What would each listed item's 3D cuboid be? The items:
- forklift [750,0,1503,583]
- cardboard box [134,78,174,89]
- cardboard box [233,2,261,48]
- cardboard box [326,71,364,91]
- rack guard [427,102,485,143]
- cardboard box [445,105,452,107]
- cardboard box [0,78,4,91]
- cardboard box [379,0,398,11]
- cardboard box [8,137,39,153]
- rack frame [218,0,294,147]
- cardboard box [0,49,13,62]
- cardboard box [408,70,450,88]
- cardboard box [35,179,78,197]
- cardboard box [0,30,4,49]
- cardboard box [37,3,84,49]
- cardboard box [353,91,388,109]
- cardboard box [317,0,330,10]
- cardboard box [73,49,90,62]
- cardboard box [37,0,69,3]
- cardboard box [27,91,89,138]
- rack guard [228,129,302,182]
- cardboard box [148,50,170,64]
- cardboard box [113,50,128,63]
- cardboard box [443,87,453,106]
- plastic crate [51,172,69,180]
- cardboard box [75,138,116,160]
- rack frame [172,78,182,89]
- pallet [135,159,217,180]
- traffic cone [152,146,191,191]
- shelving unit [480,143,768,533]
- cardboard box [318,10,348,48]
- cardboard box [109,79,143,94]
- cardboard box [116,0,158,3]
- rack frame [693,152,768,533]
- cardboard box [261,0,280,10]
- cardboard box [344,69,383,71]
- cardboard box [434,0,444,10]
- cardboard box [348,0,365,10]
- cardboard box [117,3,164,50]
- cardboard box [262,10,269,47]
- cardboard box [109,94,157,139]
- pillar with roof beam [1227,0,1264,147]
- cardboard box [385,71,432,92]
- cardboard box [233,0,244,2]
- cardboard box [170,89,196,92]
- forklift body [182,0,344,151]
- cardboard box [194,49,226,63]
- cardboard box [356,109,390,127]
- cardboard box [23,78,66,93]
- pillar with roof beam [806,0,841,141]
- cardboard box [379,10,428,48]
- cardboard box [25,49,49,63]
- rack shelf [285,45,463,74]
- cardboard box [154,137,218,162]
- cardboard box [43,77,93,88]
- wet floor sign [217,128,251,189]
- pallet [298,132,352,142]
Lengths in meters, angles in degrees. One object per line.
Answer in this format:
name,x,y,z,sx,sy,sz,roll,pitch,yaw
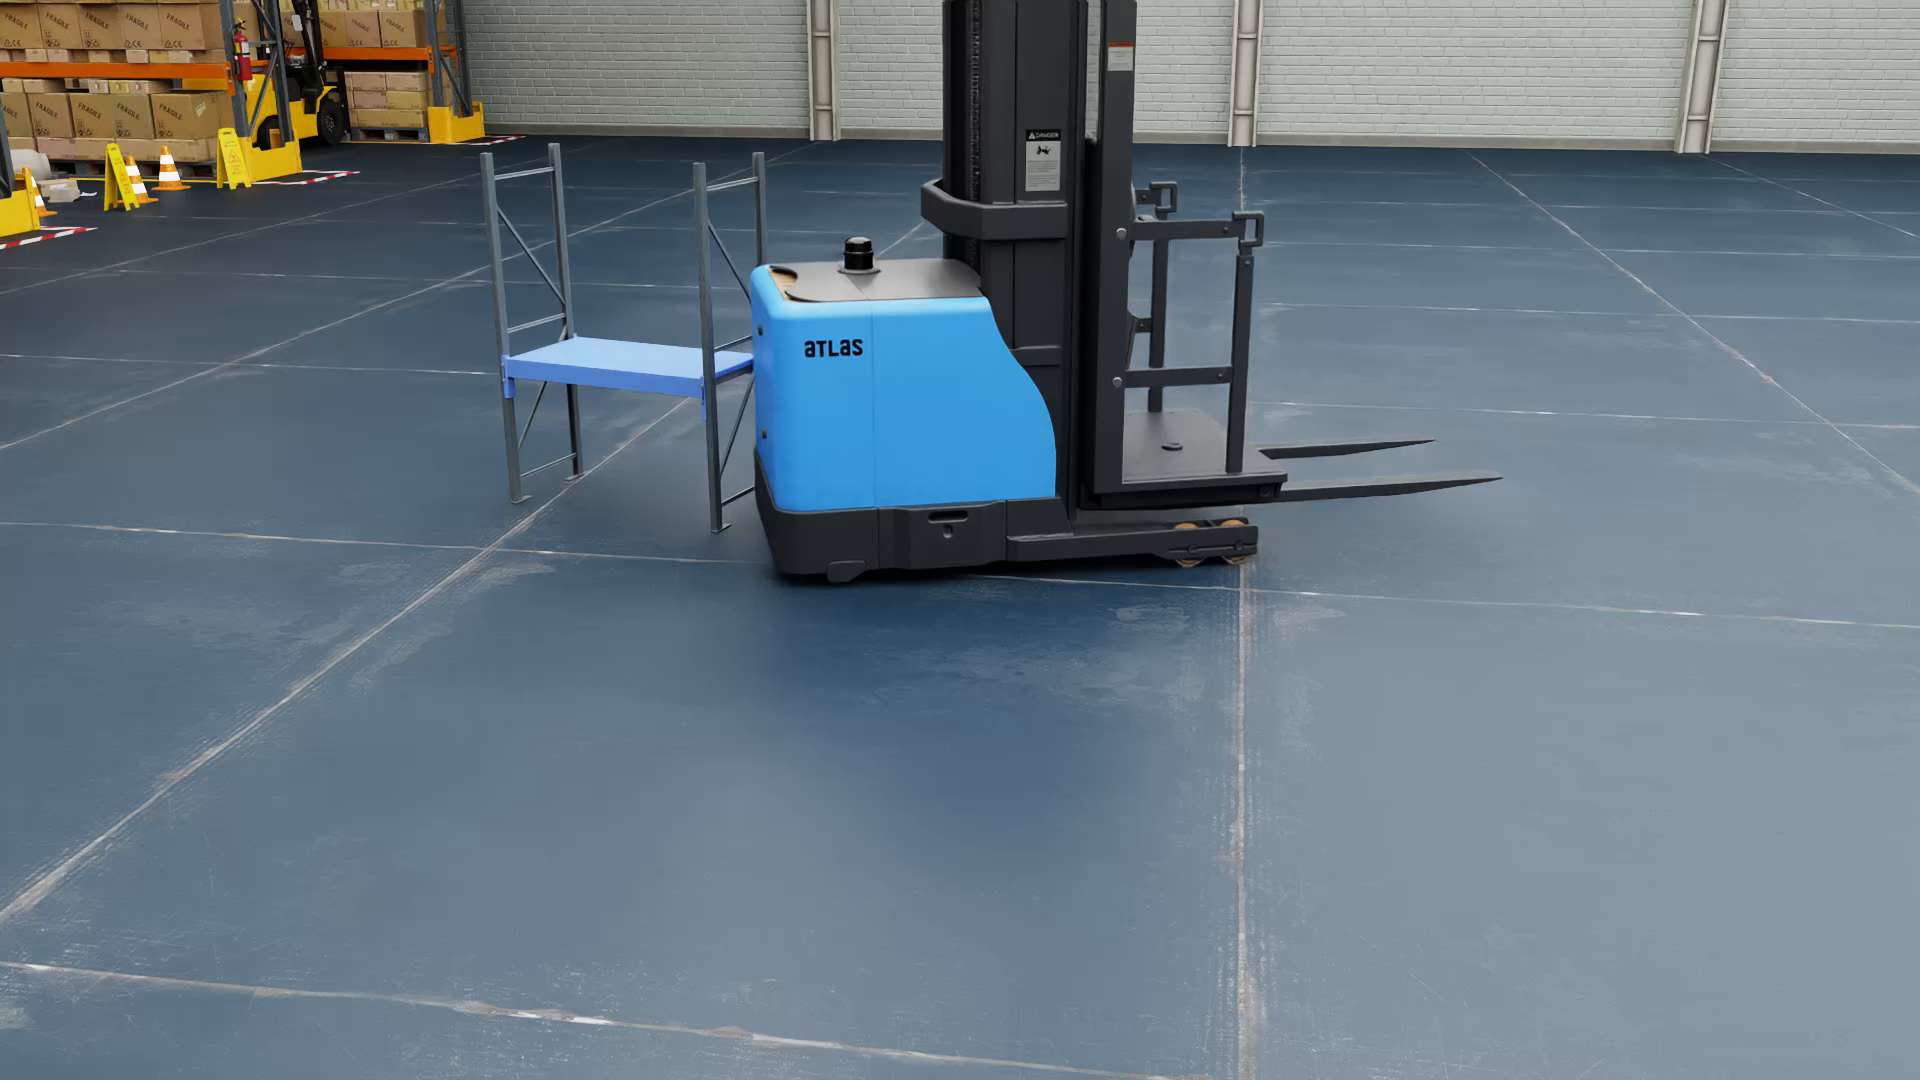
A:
forklift,0.703,-1.447,6.509,3.031,2.935,1.130,-4,19,-11
cardboard box,-11.807,-6.557,24.753,0.625,0.625,0.875,4,19,11
cardboard box,-8.548,-6.004,19.393,0.500,0.500,0.500,3,19,8
cardboard box,-8.850,-6.601,23.899,0.500,0.250,0.500,3,19,9
rack guard,-7.317,-6.073,24.166,0.348,0.500,1.175,3,19,9
cardboard box,-7.795,-6.241,24.400,0.500,0.250,0.500,3,19,9
cardboard box,-11.420,-5.325,19.458,0.250,0.149,0.380,3,19,9
cardboard box,-7.985,-7.548,23.455,0.250,0.149,0.380,3,19,10
cardboard box,-11.005,-4.663,19.685,0.500,0.250,0.500,4,19,12
rack frame,-8.125,-5.705,19.125,0.127,3.000,1.000,3,19,9
cardboard box,-11.050,-5.647,19.348,0.250,0.149,0.380,3,19,10
cardboard box,-7.785,-6.713,24.234,0.500,0.250,0.500,3,19,8
cardboard box,-9.738,-3.786,17.883,0.250,0.149,0.380,14,23,37
cardboard box,-11.184,-5.967,19.283,0.500,0.500,0.500,3,19,8
cardboard box,-10.189,-5.918,19.138,0.500,0.500,0.500,3,19,9
cardboard box,-8.365,-6.347,23.930,0.500,0.250,0.500,3,19,8
cardboard box,-8.998,-7.601,23.614,0.250,0.149,0.380,3,19,9
cardboard box,-10.034,-5.620,19.269,0.250,0.149,0.380,3,19,9
cardboard box,-10.152,-6.414,19.044,0.500,0.500,0.700,3,19,8
cardboard box,-10.492,-4.993,19.487,0.500,0.500,0.500,4,19,12
rack guard,-8.200,-4.523,19.533,0.348,0.500,1.175,3,19,9
cardboard box,-9.045,-5.535,19.014,0.250,0.149,0.380,3,19,8
cardboard box,-9.535,-5.595,19.194,0.250,0.149,0.380,3,19,9
cardboard box,-7.772,-6.481,24.329,0.500,0.250,0.500,3,19,10
plastic crate,-10.654,-4.185,19.186,0.583,0.080,0.402,-3,19,-10
cardboard box,-9.993,-4.609,19.523,0.500,0.250,0.500,2,19,7
rack frame,-11.290,-7.461,24.375,0.127,3.000,1.000,3,19,9
pallet,-8.996,-4.438,19.734,1.213,0.211,1.003,3,19,9
traffic cone,-8.754,-4.119,18.384,0.334,0.463,0.336,3,19,9
shelving unit,-1.386,-0.877,7.061,1.048,1.500,0.538,8,20,22
cardboard box,-8.885,-7.304,23.749,0.500,0.500,0.500,3,19,8
cardboard box,-9.578,-5.233,19.182,0.250,0.149,0.380,3,19,10
cardboard box,-9.162,-6.352,18.859,0.500,0.500,0.700,3,19,9
rack frame,-0.920,-0.813,6.870,0.032,1.500,0.500,8,20,22
cardboard box,-9.758,-7.644,23.742,0.250,0.149,0.380,2,19,7
cardboard box,-8.771,-6.765,24.391,0.500,0.250,0.500,3,19,8
cardboard box,-7.635,-7.713,23.948,0.250,0.149,0.380,2,19,7
cardboard box,-8.474,-7.596,23.599,0.250,0.149,0.380,3,19,8
cardboard box,-9.198,-5.861,18.965,0.500,0.500,0.500,3,19,9
cardboard box,-9.877,-7.358,23.910,0.500,0.500,0.500,3,19,8
cardboard box,-9.473,-4.939,19.327,0.500,0.500,0.500,4,19,11
pillar with roof beam,3.280,-8.470,17.934,0.400,9.000,9.100,3,19,9
cardboard box,-7.845,-6.555,23.761,0.500,0.250,0.500,4,19,10
cardboard box,-10.268,-7.665,23.805,0.250,0.149,0.380,3,19,10
cardboard box,-9.418,-5.109,19.834,0.500,0.500,0.500,2,19,7
forklift body,-9.503,-6.381,22.485,1.214,2.155,2.313,3,19,9
cardboard box,-8.528,-5.537,19.021,0.250,0.149,0.380,4,19,10
cardboard box,-8.344,-6.108,24.001,0.500,0.250,0.500,3,19,9
cardboard box,-10.646,-5.287,19.345,0.250,0.149,0.380,4,19,12
pillar with roof beam,-2.644,-8.772,18.837,0.400,9.000,9.100,3,19,9
cardboard box,-7.868,-7.250,23.585,0.500,0.500,0.500,3,19,7
cardboard box,-10.552,-5.603,19.218,0.250,0.149,0.380,3,19,9
rack shelf,-9.316,-7.019,24.188,4.000,0.370,1.077,3,19,9
cardboard box,-8.989,-4.557,19.368,0.500,0.250,0.500,3,19,8
cardboard box,-13.315,-6.636,24.988,0.625,0.625,0.875,2,19,6
wet floor sign,-8.107,-4.243,18.468,0.232,0.644,0.267,10,21,27
pallet,-9.304,-6.025,24.477,1.213,0.211,1.003,3,19,9
